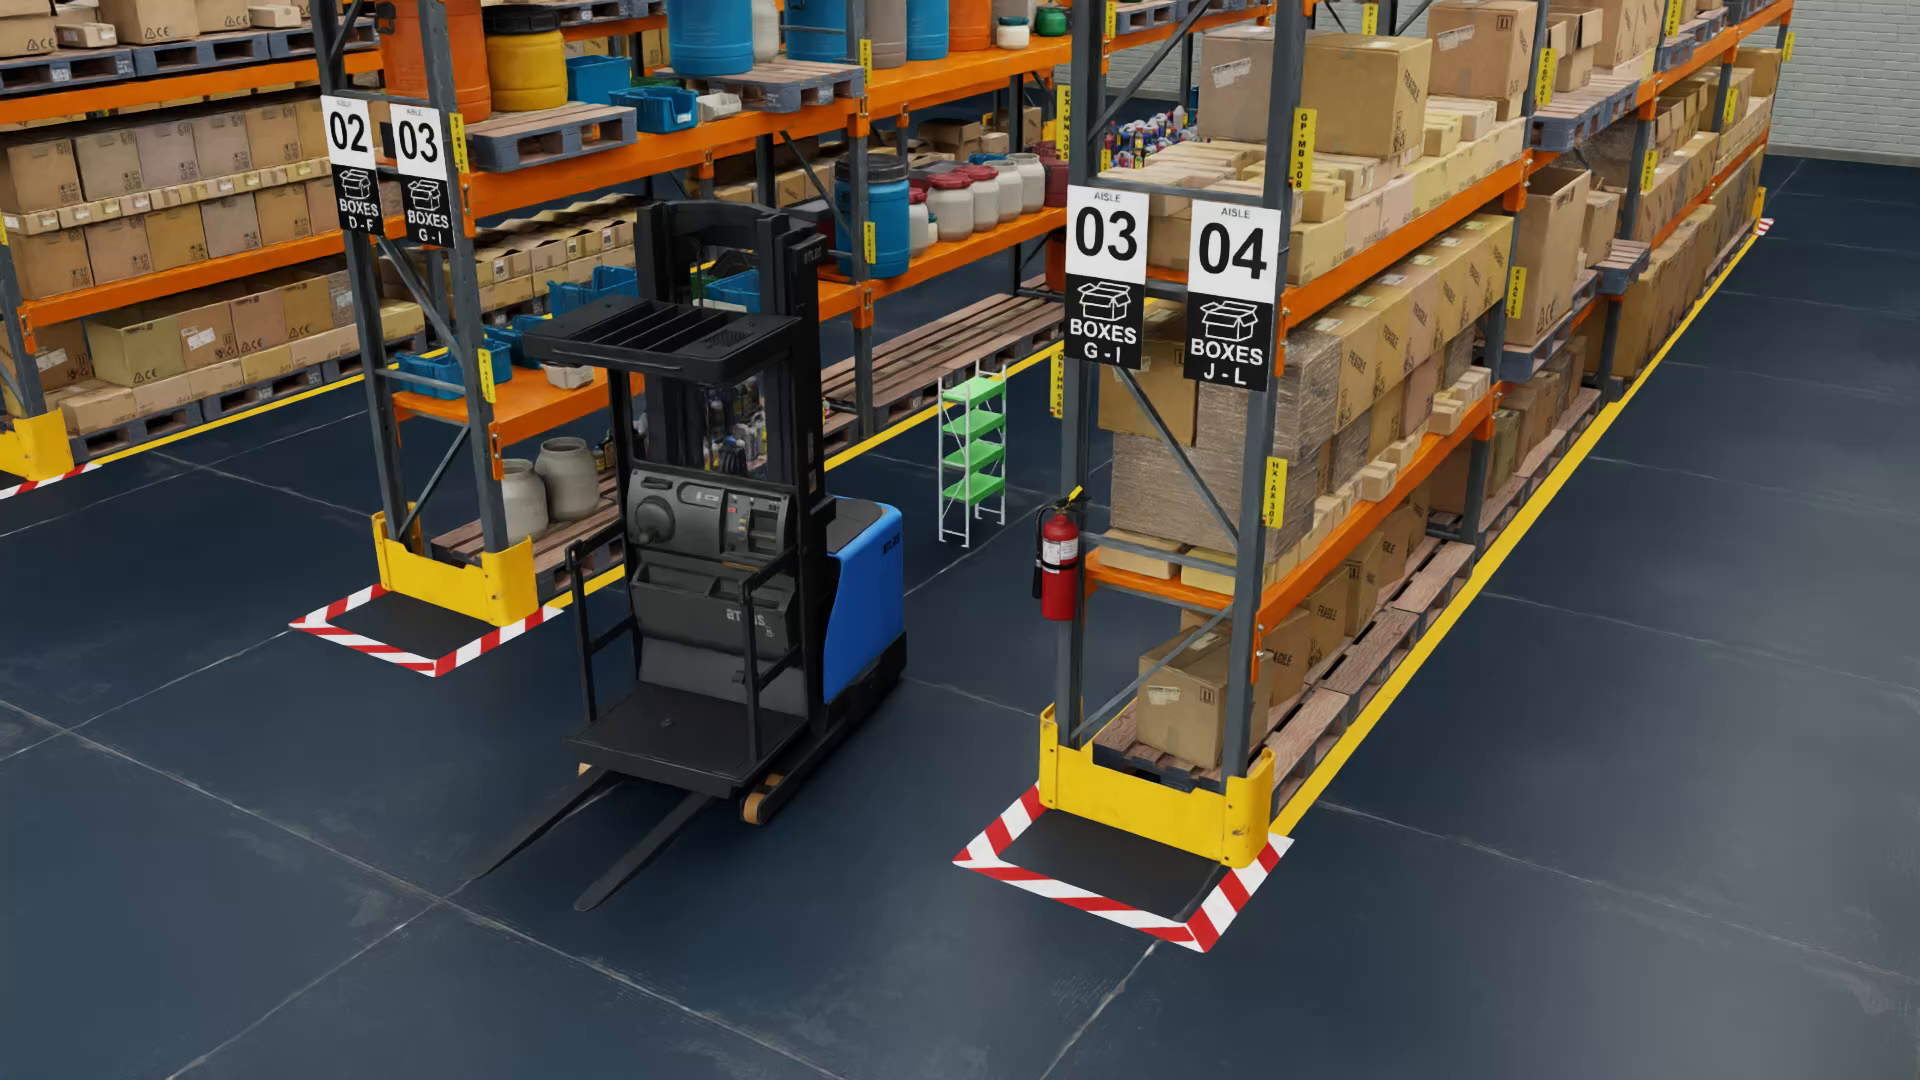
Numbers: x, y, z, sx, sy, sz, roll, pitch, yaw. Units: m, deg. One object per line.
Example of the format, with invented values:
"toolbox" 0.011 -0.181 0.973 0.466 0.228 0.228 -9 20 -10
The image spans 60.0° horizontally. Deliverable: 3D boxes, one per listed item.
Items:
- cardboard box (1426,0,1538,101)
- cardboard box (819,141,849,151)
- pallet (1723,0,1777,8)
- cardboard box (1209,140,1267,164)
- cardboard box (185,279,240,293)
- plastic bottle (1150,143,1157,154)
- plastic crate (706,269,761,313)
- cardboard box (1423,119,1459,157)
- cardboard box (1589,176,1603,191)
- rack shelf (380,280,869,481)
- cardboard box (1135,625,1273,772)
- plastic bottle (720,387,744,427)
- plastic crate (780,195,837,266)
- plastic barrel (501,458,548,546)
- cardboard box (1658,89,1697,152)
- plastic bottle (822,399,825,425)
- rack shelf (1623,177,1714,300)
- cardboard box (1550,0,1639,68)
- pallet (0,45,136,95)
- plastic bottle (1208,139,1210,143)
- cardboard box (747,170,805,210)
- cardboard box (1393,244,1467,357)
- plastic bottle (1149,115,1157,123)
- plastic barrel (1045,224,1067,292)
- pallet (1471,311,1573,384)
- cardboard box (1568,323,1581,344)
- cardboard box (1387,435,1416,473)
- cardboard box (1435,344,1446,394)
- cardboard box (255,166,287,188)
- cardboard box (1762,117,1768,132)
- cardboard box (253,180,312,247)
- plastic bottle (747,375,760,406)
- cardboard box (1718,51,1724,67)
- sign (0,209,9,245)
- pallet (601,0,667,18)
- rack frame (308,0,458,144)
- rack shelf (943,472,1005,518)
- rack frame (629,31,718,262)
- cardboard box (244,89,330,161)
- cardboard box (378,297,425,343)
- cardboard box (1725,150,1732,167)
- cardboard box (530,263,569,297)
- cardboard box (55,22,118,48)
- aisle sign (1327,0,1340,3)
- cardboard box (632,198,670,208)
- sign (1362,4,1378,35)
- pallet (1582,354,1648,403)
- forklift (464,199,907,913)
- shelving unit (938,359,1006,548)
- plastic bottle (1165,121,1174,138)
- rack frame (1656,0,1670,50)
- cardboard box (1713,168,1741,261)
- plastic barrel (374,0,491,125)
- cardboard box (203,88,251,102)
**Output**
"cardboard box" 3.020 -2.860 9.677 0.500 0.500 0.500 13 27 27
"cardboard box" -1.615 -4.997 22.111 0.500 0.500 0.500 13 26 27
"pallet" 8.346 -5.997 18.164 1.003 0.211 1.213 14 27 29
"cardboard box" 1.449 -1.903 8.281 0.380 0.149 0.250 14 27 30
"cardboard box" -6.673 -2.032 14.657 0.500 0.500 0.500 14 27 29
"plastic bottle" 2.018 -4.030 17.445 0.097 0.271 0.097 0 23 0
"plastic crate" -1.520 -1.817 12.358 0.499 0.251 0.616 14 27 29
"cardboard box" 2.424 -2.152 8.856 0.380 0.149 0.250 15 28 31
"cardboard box" 4.900 -2.675 13.500 0.500 0.500 0.500 10 25 23
"rack shelf" -2.222 -1.310 11.906 1.077 0.370 4.000 14 27 29
"cardboard box" 1.275 0.820 8.698 0.500 0.500 0.500 20 30 38
"plastic bottle" -1.823 -1.086 13.263 0.144 0.351 0.185 14 27 29
"plastic crate" -1.171 -2.572 13.836 0.402 0.464 0.583 14 27 29
"plastic barrel" -2.995 -0.254 11.165 0.421 0.512 0.421 0 23 0
"cardboard box" 6.559 -4.037 15.912 0.797 0.503 0.637 14 27 30
"plastic bottle" -1.140 -1.039 13.240 0.061 0.283 0.133 15 28 32
"rack shelf" 6.206 -2.972 15.746 1.077 0.370 4.000 14 27 29
"cardboard box" 4.576 -3.727 12.052 0.500 0.500 0.500 14 27 30
"pallet" -7.088 -3.574 12.565 1.003 0.211 1.213 14 27 29
"plastic bottle" 2.749 -4.552 18.550 0.144 0.351 0.185 14 27 29
"cardboard box" -2.240 -4.199 20.267 0.500 0.500 0.500 13 27 28
"cardboard box" 2.510 -1.372 9.384 0.500 0.500 0.500 14 27 29
"plastic bottle" 2.208 -4.723 19.046 0.097 0.271 0.097 0 23 0
"plastic barrel" 1.187 -3.031 17.179 0.600 0.830 0.708 14 27 29
"pallet" 3.568 -1.417 11.489 1.003 0.211 1.213 14 27 29
"cardboard box" 4.823 -1.794 13.767 0.500 0.250 0.500 15 28 31
"cardboard box" 2.374 -0.525 9.503 0.380 0.149 0.250 14 27 29
"cardboard box" 2.457 -1.159 10.152 0.875 0.500 0.500 14 27 29
"cardboard box" -6.006 -3.133 14.270 0.380 0.149 0.250 15 27 30
"cardboard box" 9.327 -4.935 19.690 0.380 0.149 0.250 14 27 29
"cardboard box" -6.142 -2.902 14.551 0.700 0.500 0.500 14 27 30
"plastic bottle" -1.707 -1.249 13.741 0.097 0.271 0.097 0 23 0
"cardboard box" 8.625 -5.465 19.469 0.500 0.500 0.500 13 27 28
"sign" -7.015 -2.320 12.144 0.100 0.325 0.005 14 27 29
"pallet" -3.545 -5.747 17.711 1.213 0.211 1.003 15 28 31
"rack frame" -3.277 -3.718 9.012 1.000 3.000 0.127 14 27 29
"rack shelf" 0.087 -0.328 11.761 0.258 0.148 0.480 14 27 29
"rack frame" -3.263 -4.705 18.842 1.000 3.000 0.127 14 27 29
"cardboard box" -5.867 -3.674 14.702 0.700 0.500 0.500 14 27 29
"cardboard box" -5.432 -2.083 15.719 0.500 0.250 0.500 14 27 29
"cardboard box" 7.976 -4.070 17.692 0.380 0.149 0.250 15 28 31
"cardboard box" -4.408 -2.717 17.184 0.500 0.250 0.500 13 27 27
"cardboard box" -6.713 -3.883 12.780 0.380 0.149 0.250 14 27 29
"aisle sign" 4.949 -7.645 22.362 0.394 0.787 0.004 14 27 29
"cardboard box" -3.330 -3.665 18.666 0.500 0.311 0.500 15 27 30
"sign" 2.568 -3.187 10.414 0.100 0.325 0.005 14 27 29
"pallet" 5.631 -1.598 15.176 1.003 0.211 1.213 14 27 29
"forklift" -1.367 -0.095 8.280 1.130 2.935 3.031 10 25 21
"shelving unit" 0.087 -0.606 11.641 0.258 1.200 0.503 14 27 29
"plastic bottle" 2.408 -4.705 19.092 0.097 0.201 0.097 0 23 0
"rack frame" 5.151 -5.381 12.852 1.000 3.000 0.127 14 27 29
"cardboard box" 8.152 -3.705 18.678 0.875 0.875 0.875 14 27 29
"plastic barrel" -3.128 -2.922 9.880 0.600 0.830 0.708 14 27 29
"cardboard box" -8.664 -5.220 19.352 0.700 0.500 0.500 18 29 36
